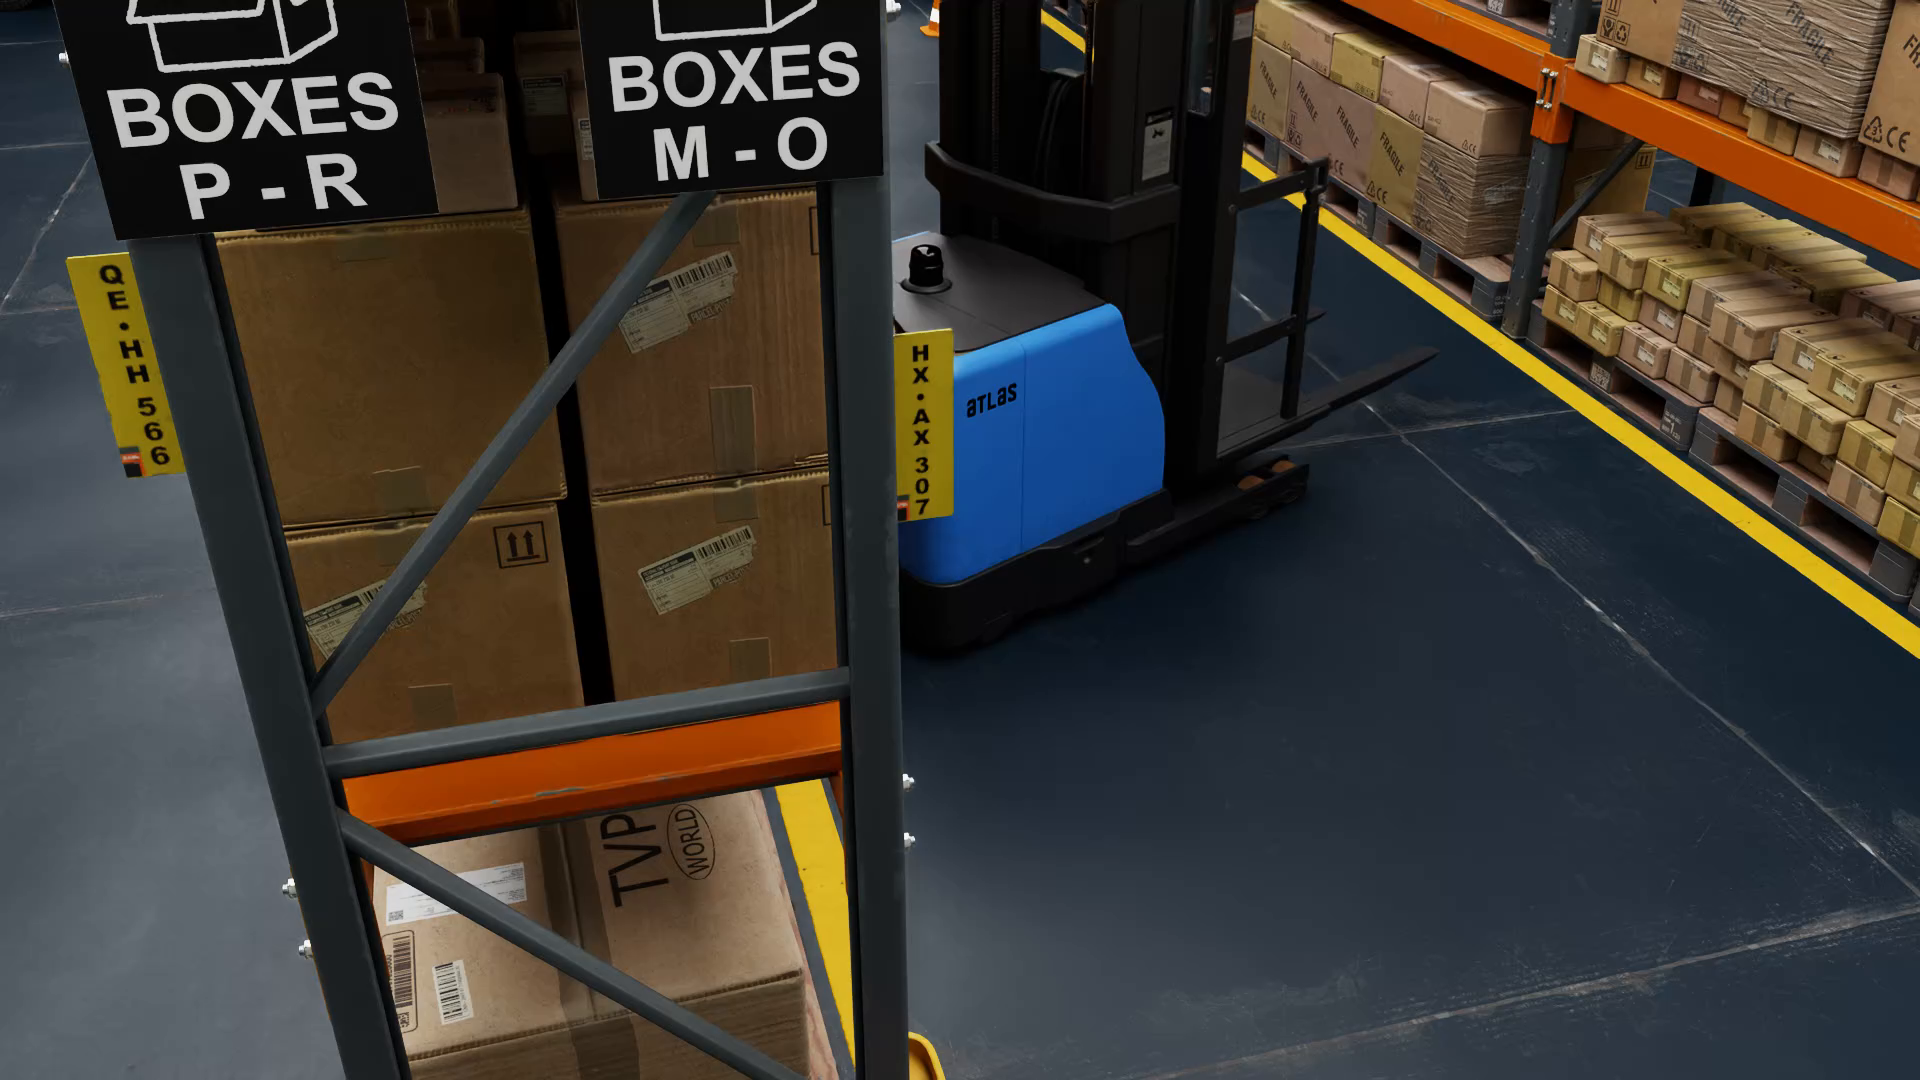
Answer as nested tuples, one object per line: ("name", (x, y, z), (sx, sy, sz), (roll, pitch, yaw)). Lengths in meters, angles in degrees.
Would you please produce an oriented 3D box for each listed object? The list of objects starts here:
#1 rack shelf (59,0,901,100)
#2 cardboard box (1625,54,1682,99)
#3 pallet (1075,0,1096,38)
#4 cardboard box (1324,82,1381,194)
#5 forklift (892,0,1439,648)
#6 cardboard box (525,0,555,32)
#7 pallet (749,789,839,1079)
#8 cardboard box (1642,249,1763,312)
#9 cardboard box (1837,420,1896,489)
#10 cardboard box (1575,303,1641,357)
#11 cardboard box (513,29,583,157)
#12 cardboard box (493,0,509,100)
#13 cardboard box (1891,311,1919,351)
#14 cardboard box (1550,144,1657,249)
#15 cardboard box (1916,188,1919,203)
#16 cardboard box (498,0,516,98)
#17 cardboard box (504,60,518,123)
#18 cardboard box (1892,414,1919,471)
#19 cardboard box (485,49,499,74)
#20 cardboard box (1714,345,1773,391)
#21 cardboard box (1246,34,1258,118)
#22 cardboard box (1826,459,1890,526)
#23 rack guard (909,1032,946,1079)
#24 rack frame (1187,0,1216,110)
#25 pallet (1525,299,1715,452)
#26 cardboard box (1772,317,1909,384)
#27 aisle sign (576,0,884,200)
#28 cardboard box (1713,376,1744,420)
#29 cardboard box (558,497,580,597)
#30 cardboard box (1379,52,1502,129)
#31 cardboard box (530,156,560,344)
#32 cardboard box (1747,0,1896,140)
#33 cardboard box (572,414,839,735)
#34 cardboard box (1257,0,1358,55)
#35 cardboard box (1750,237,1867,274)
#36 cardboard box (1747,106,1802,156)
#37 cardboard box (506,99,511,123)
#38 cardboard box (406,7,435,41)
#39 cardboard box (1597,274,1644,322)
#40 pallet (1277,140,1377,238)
("rack shelf", (-1.127, -1.649, 3.828), (1.077, 0.370, 4.000), (-8, 31, -13))
("cardboard box", (2.988, -1.931, 6.843), (0.380, 0.149, 0.250), (-7, 31, -12))
("pallet", (1.570, -4.039, 13.018), (1.003, 0.211, 1.213), (-8, 31, -13))
("cardboard box", (2.381, -2.255, 9.228), (0.500, 0.500, 0.500), (-9, 31, -14))
("forklift", (0.727, -1.525, 5.958), (3.031, 2.935, 1.130), (-24, 38, -35))
("cardboard box", (-0.728, -1.164, 3.521), (0.380, 0.149, 0.250), (-8, 31, -13))
("pallet", (-0.883, 1.135, 4.079), (1.003, 0.211, 1.213), (-8, 31, -13))
("cardboard box", (3.111, -1.090, 6.972), (0.380, 0.149, 0.250), (-8, 31, -14))
("cardboard box", (3.395, -0.322, 5.942), (0.380, 0.149, 0.250), (-6, 31, -11))
("cardboard box", (2.946, -0.936, 7.299), (0.380, 0.149, 0.250), (-7, 31, -12))
("cardboard box", (-0.561, -0.778, 2.855), (0.380, 0.149, 0.250), (-7, 31, -12))
("cardboard box", (-1.637, -1.597, 4.917), (0.500, 0.500, 0.500), (-8, 31, -14))
("cardboard box", (3.851, -0.783, 6.441), (0.380, 0.149, 0.250), (-9, 31, -15))
("cardboard box", (3.148, -1.827, 8.489), (0.500, 0.500, 0.500), (-7, 31, -11))
("cardboard box", (3.448, -1.174, 5.535), (0.380, 0.149, 0.250), (-7, 31, -12))
("cardboard box", (-1.139, -1.667, 5.037), (0.500, 0.500, 0.500), (-8, 31, -14))
("cardboard box", (-1.146, -1.234, 5.287), (0.500, 0.500, 0.500), (-9, 31, -14))
("cardboard box", (3.430, -0.324, 5.647), (0.380, 0.149, 0.250), (-7, 31, -11))
("cardboard box", (-1.248, -0.861, 3.646), (0.500, 0.500, 0.500), (-8, 31, -14))
("cardboard box", (3.248, -0.704, 6.602), (0.380, 0.149, 0.250), (-6, 31, -11))
("cardboard box", (1.968, -2.991, 10.500), (0.500, 0.500, 0.500), (-9, 31, -15))
("cardboard box", (3.397, -0.194, 6.018), (0.380, 0.149, 0.250), (-7, 31, -12))
("rack guard", (-0.589, 1.397, 3.337), (1.175, 0.500, 0.348), (-8, 31, -13))
("rack frame", (2.027, -4.267, 10.628), (1.000, 3.000, 0.127), (-8, 31, -13))
("pallet", (3.301, -0.809, 7.436), (1.003, 0.211, 1.213), (-8, 31, -13))
("cardboard box", (3.342, -0.713, 6.320), (0.380, 0.149, 0.250), (-9, 31, -15))
("aisle sign", (-0.297, -0.825, 2.086), (0.394, 0.787, 0.004), (-8, 31, -13))
("cardboard box", (3.282, -0.582, 6.687), (0.380, 0.149, 0.250), (-9, 31, -15))
("cardboard box", (-1.098, -0.182, 3.470), (0.500, 0.500, 0.500), (-8, 31, -14))
("cardboard box", (2.523, -2.336, 8.619), (0.500, 0.250, 0.500), (-6, 31, -11))
("cardboard box", (-0.592, -0.691, 3.351), (0.500, 0.500, 0.500), (-9, 31, -15))
("cardboard box", (3.214, -1.748, 5.879), (0.500, 0.500, 0.500), (-9, 31, -14))
("cardboard box", (-0.446, -0.009, 3.172), (0.500, 0.500, 0.500), (-8, 31, -14))
("cardboard box", (2.111, -3.081, 9.907), (0.500, 0.250, 0.500), (-8, 31, -14))
("cardboard box", (3.613, -1.166, 7.103), (0.380, 0.149, 0.250), (-8, 31, -14))
("cardboard box", (3.180, -1.547, 6.179), (0.380, 0.149, 0.250), (-7, 31, -12))
("cardboard box", (-2.020, -1.746, 6.423), (0.500, 0.250, 0.500), (-9, 31, -14))
("cardboard box", (-1.124, -0.833, 2.949), (0.380, 0.149, 0.250), (-8, 31, -14))
("cardboard box", (3.030, -1.084, 7.258), (0.380, 0.149, 0.250), (-8, 31, -13))
("pallet", (2.553, -2.094, 9.658), (1.003, 0.211, 1.213), (-8, 31, -13))
